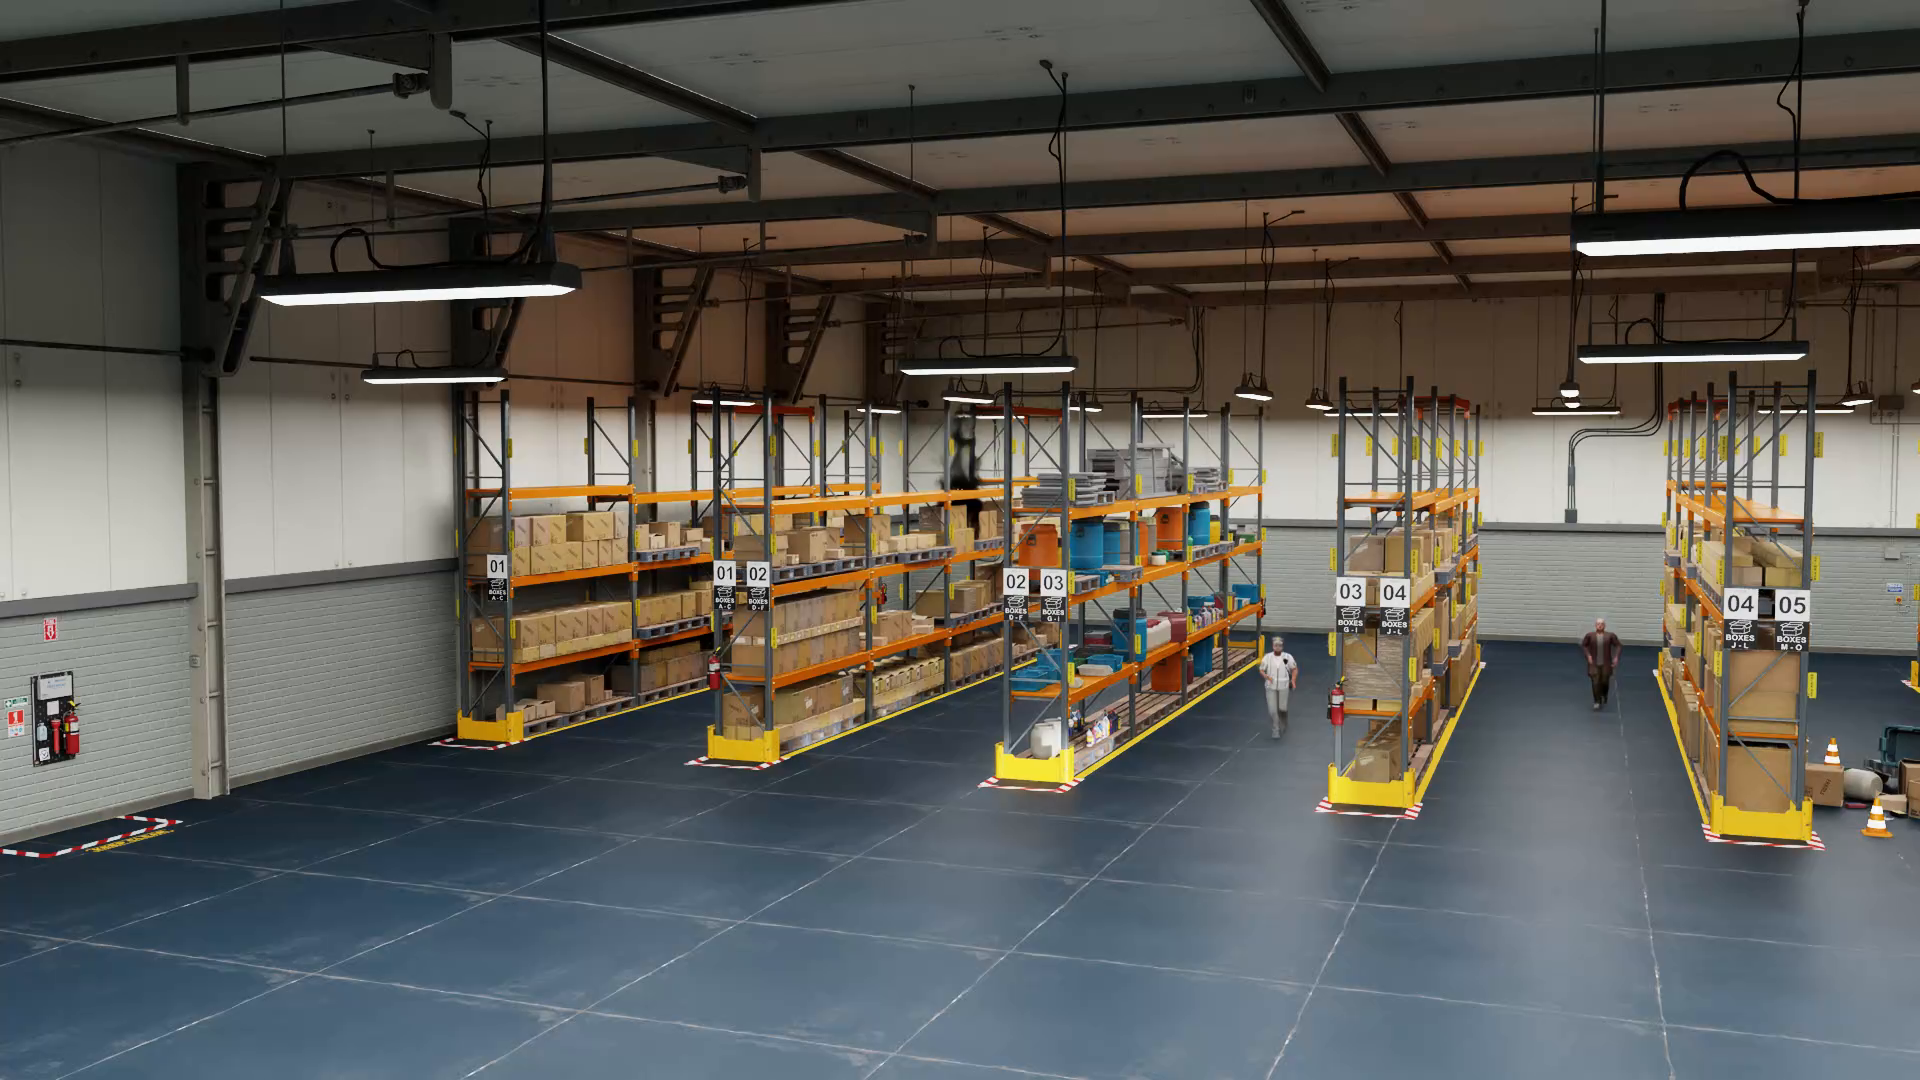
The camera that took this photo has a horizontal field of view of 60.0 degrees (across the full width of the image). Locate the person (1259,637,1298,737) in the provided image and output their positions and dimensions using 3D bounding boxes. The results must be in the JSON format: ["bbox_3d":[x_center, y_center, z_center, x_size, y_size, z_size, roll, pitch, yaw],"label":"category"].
[{"bbox_3d":[5.508,2.549,28.794,0.658,1.743,0.565,1,3,13],"label":"person"}]

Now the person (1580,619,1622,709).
[{"bbox_3d":[12.329,2.378,32.013,0.746,1.737,0.658,1,3,20],"label":"person"}]
